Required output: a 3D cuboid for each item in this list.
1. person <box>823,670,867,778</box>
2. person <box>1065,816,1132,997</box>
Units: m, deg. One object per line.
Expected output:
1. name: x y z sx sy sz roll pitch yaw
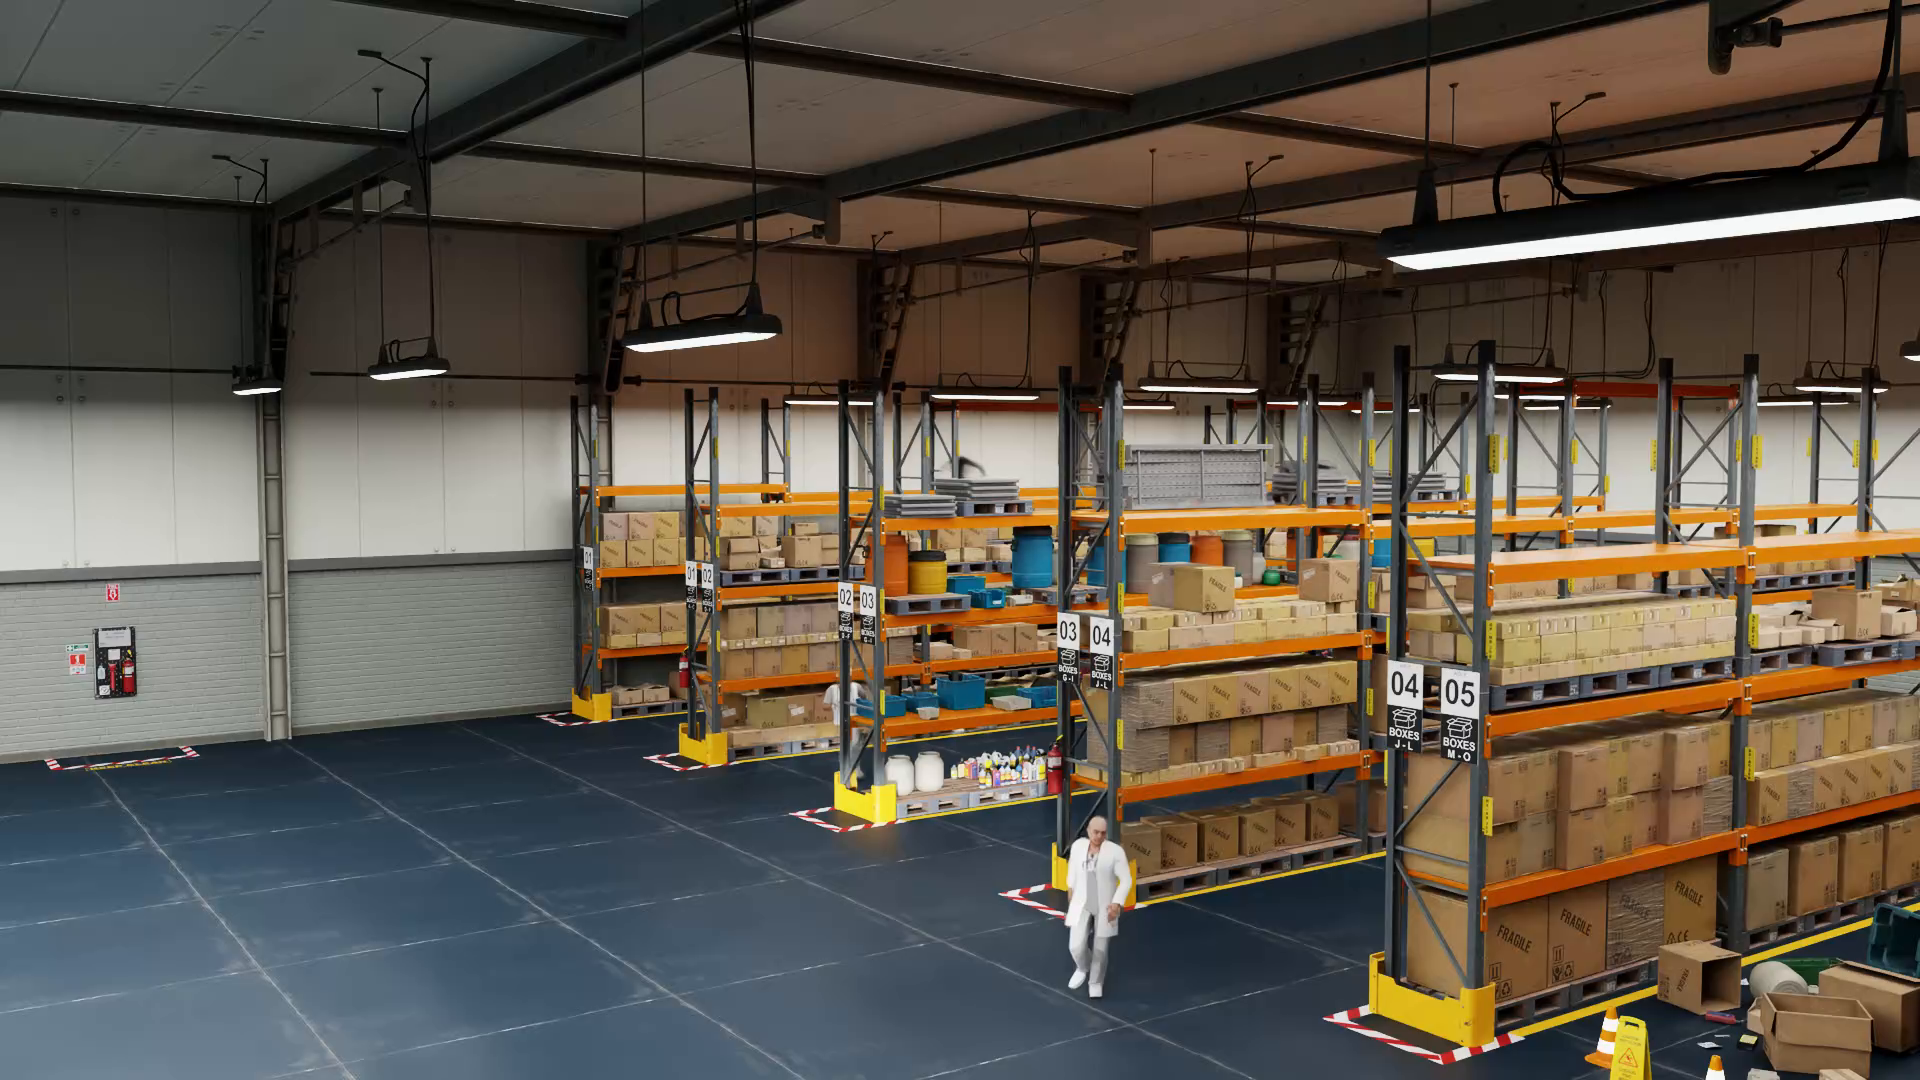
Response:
1. person: -1.755 2.788 25.221 0.594 1.738 0.879 0 3 7
2. person: 1.239 3.464 15.235 0.705 1.540 0.829 1 4 17
